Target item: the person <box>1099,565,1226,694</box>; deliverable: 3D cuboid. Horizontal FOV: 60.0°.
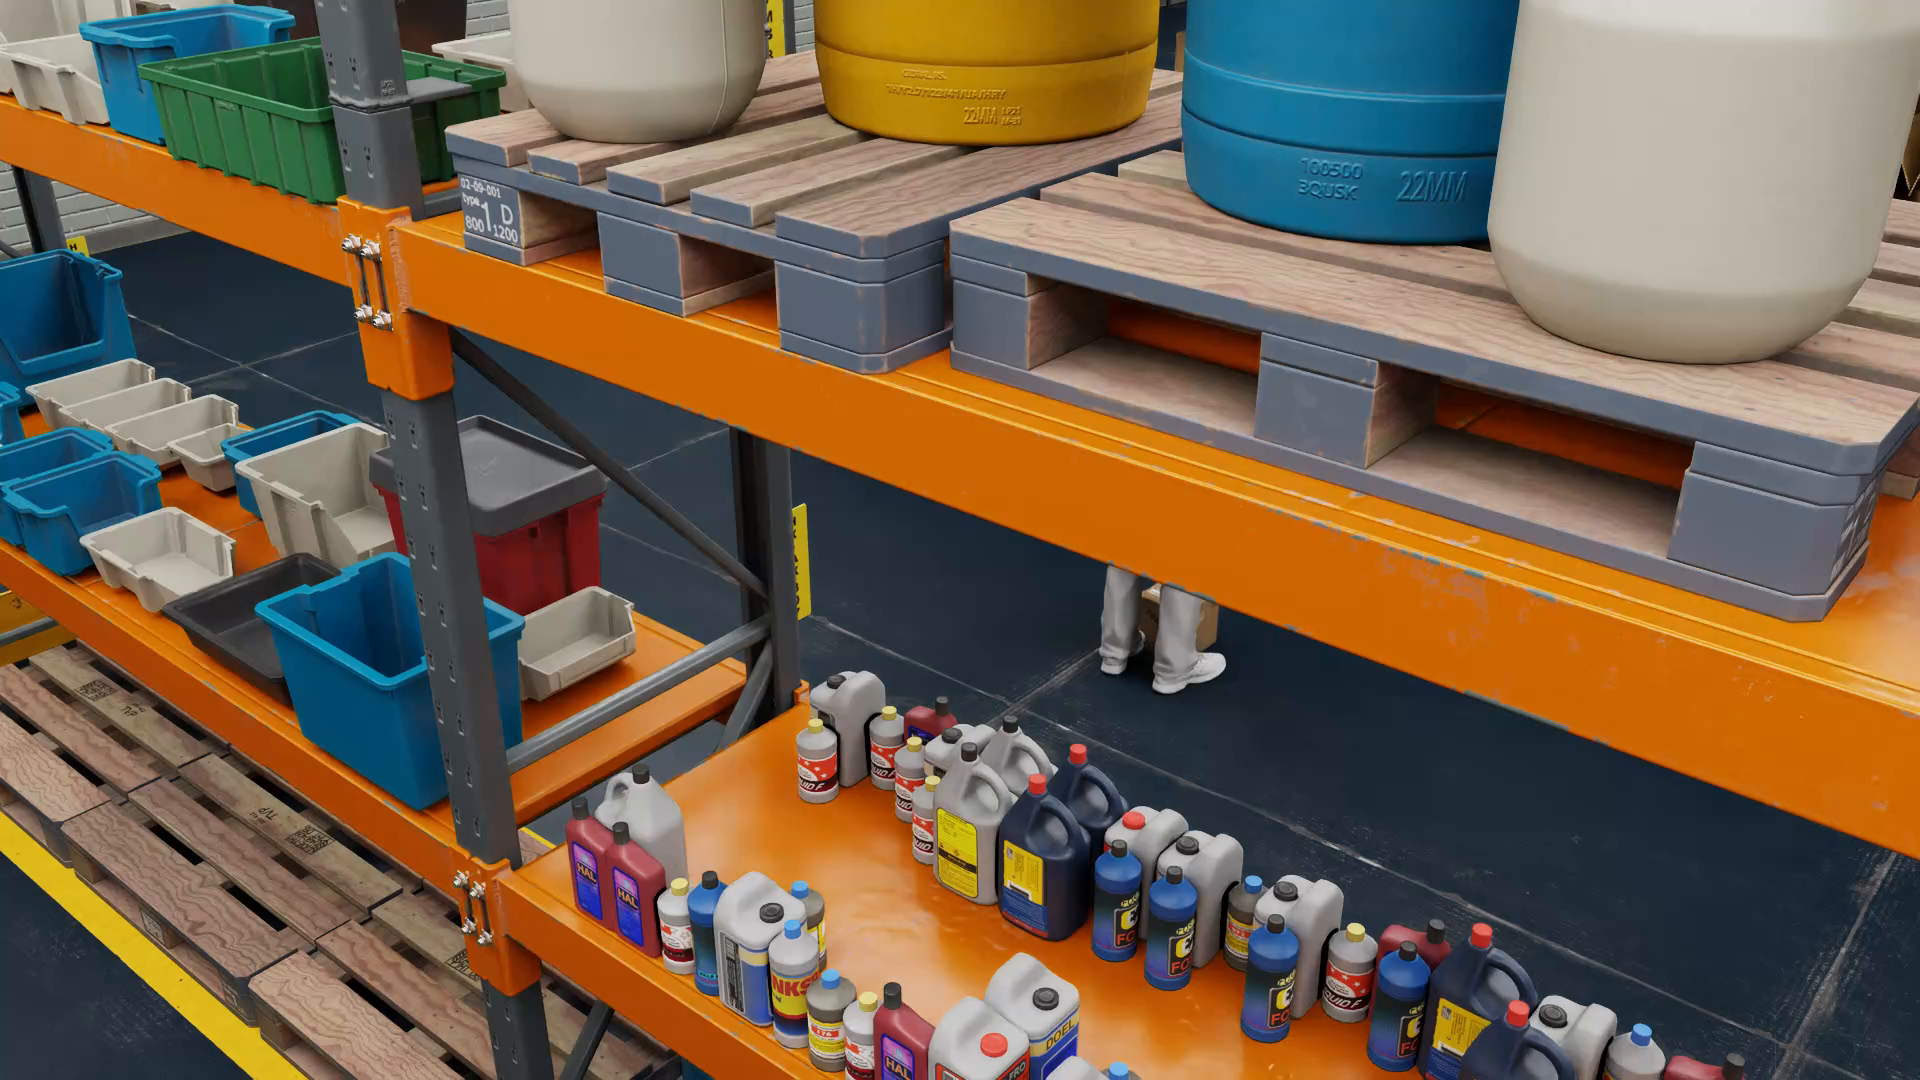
[{"bbox_3d":[0.774,-0.202,6.663,0.647,1.654,0.429,18,32,32],"label":"person"}]
